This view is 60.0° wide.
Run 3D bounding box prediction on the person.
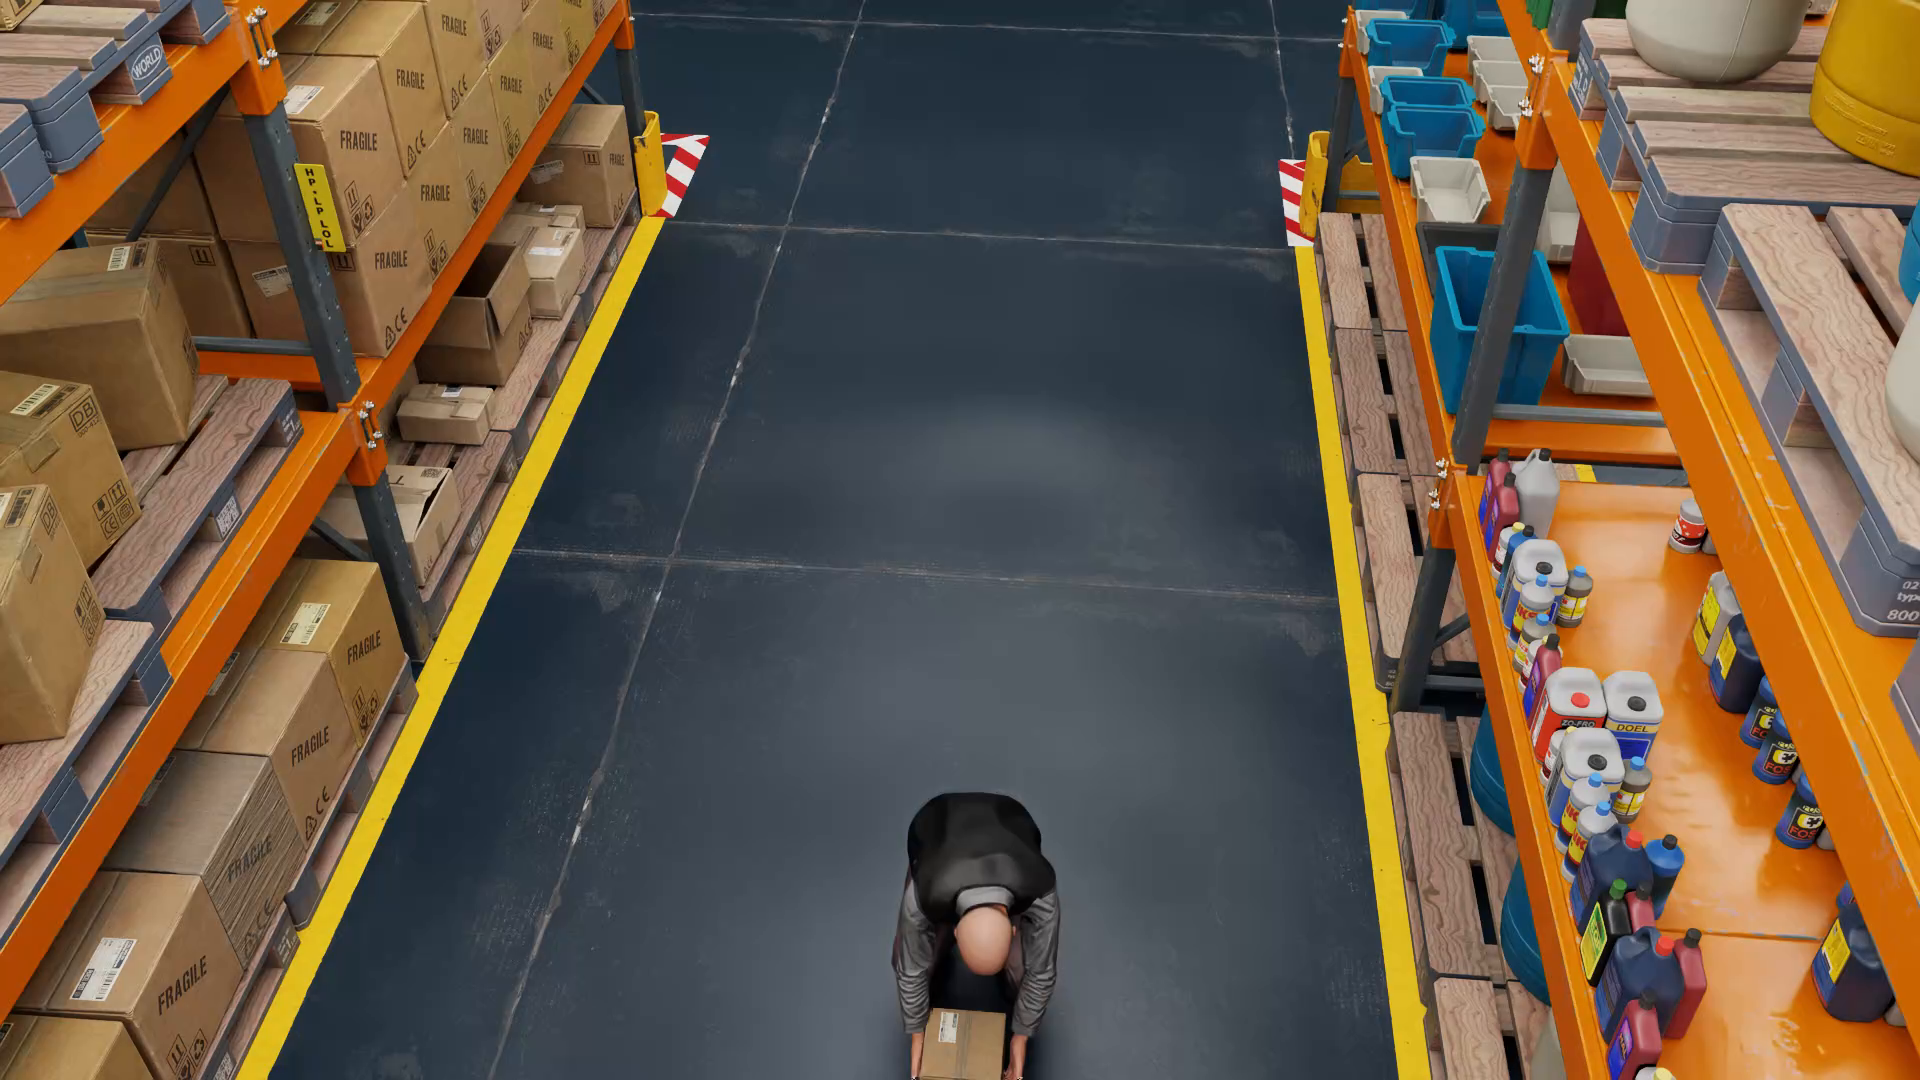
[{"bbox_3d":[0.052,1.222,5.375,0.538,0.877,0.870,3,40,4],"label":"person"}]
